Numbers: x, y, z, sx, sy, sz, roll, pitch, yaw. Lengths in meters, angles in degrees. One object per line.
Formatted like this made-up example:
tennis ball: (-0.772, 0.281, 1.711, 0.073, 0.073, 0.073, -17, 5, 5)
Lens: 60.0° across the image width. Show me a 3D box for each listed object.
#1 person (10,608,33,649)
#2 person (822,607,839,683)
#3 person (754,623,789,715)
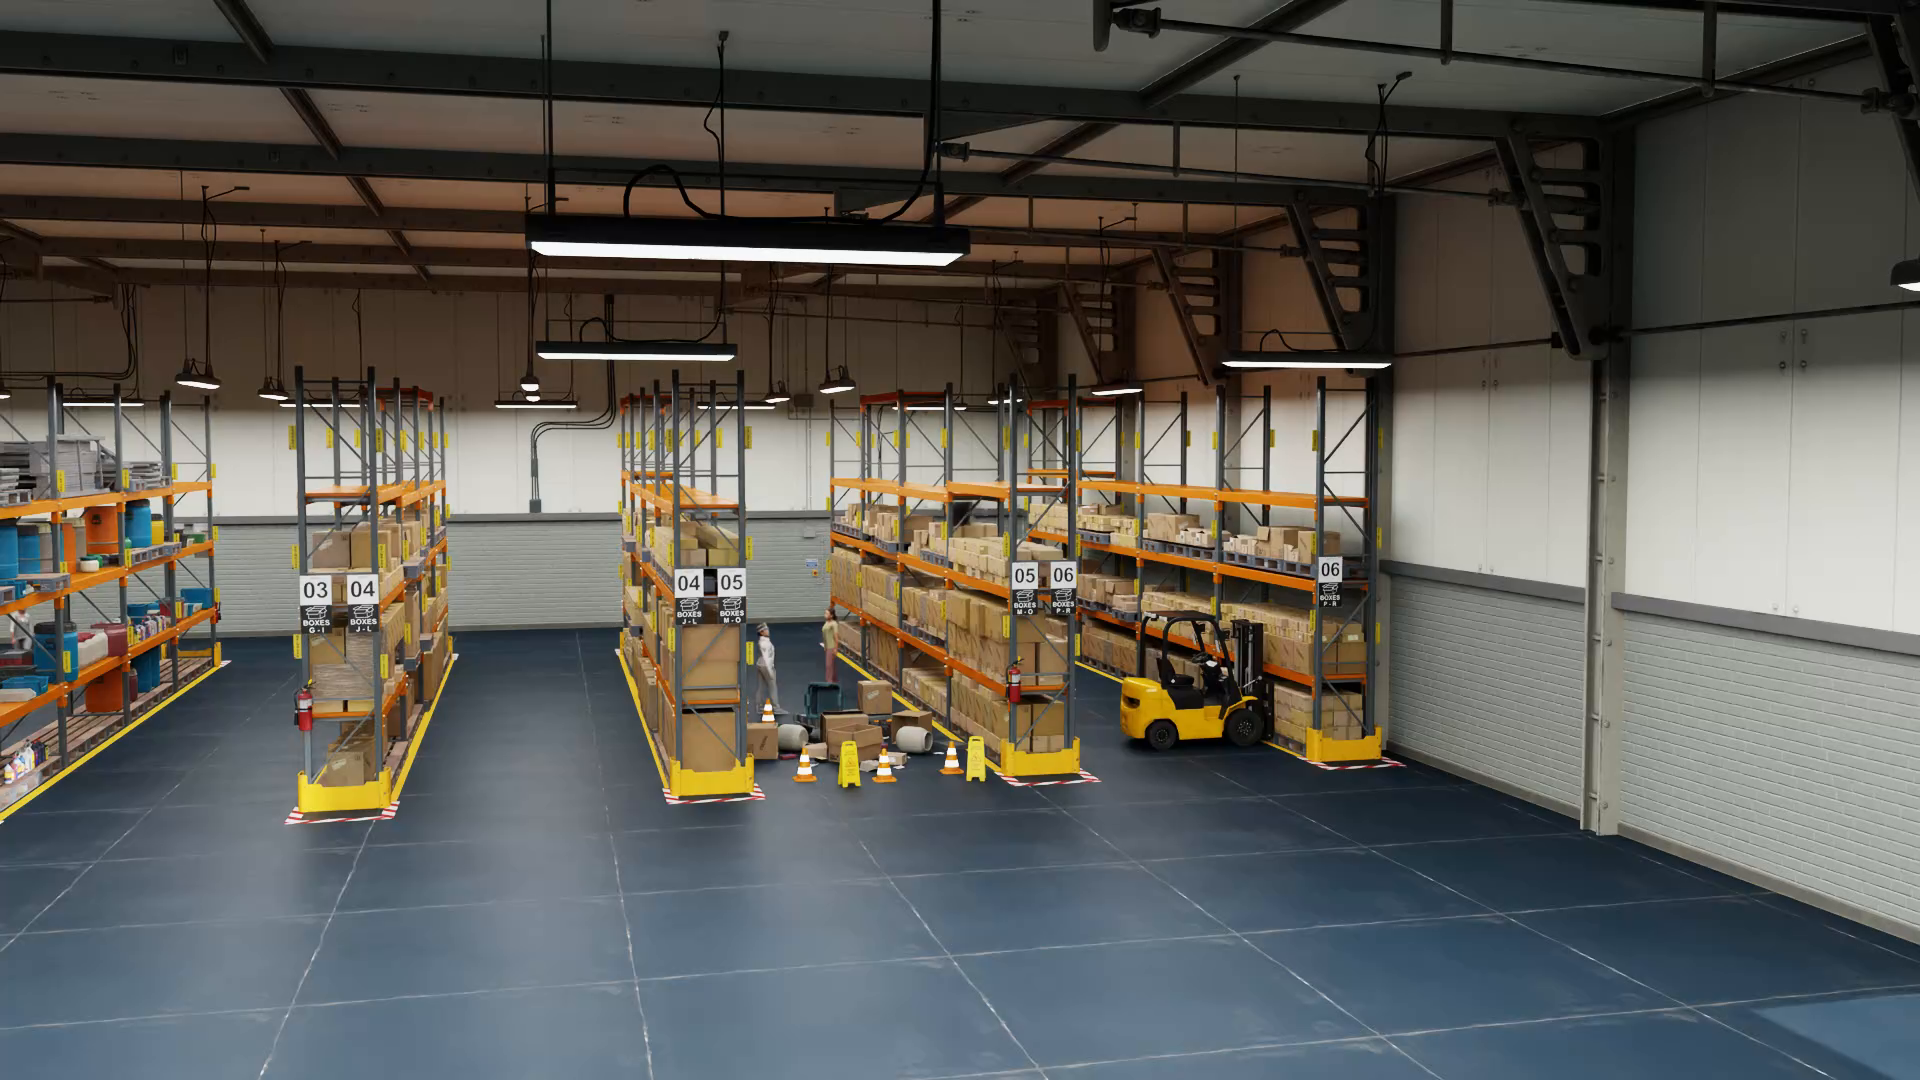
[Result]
person: (-20.021, 2.096, 35.509, 0.411, 1.555, 0.657, -1, 4, -23)
person: (-2.656, 2.188, 33.285, 0.492, 1.686, 0.509, -1, 4, -22)
person: (-3.471, 2.349, 30.442, 0.569, 1.691, 0.541, -2, 4, -25)
